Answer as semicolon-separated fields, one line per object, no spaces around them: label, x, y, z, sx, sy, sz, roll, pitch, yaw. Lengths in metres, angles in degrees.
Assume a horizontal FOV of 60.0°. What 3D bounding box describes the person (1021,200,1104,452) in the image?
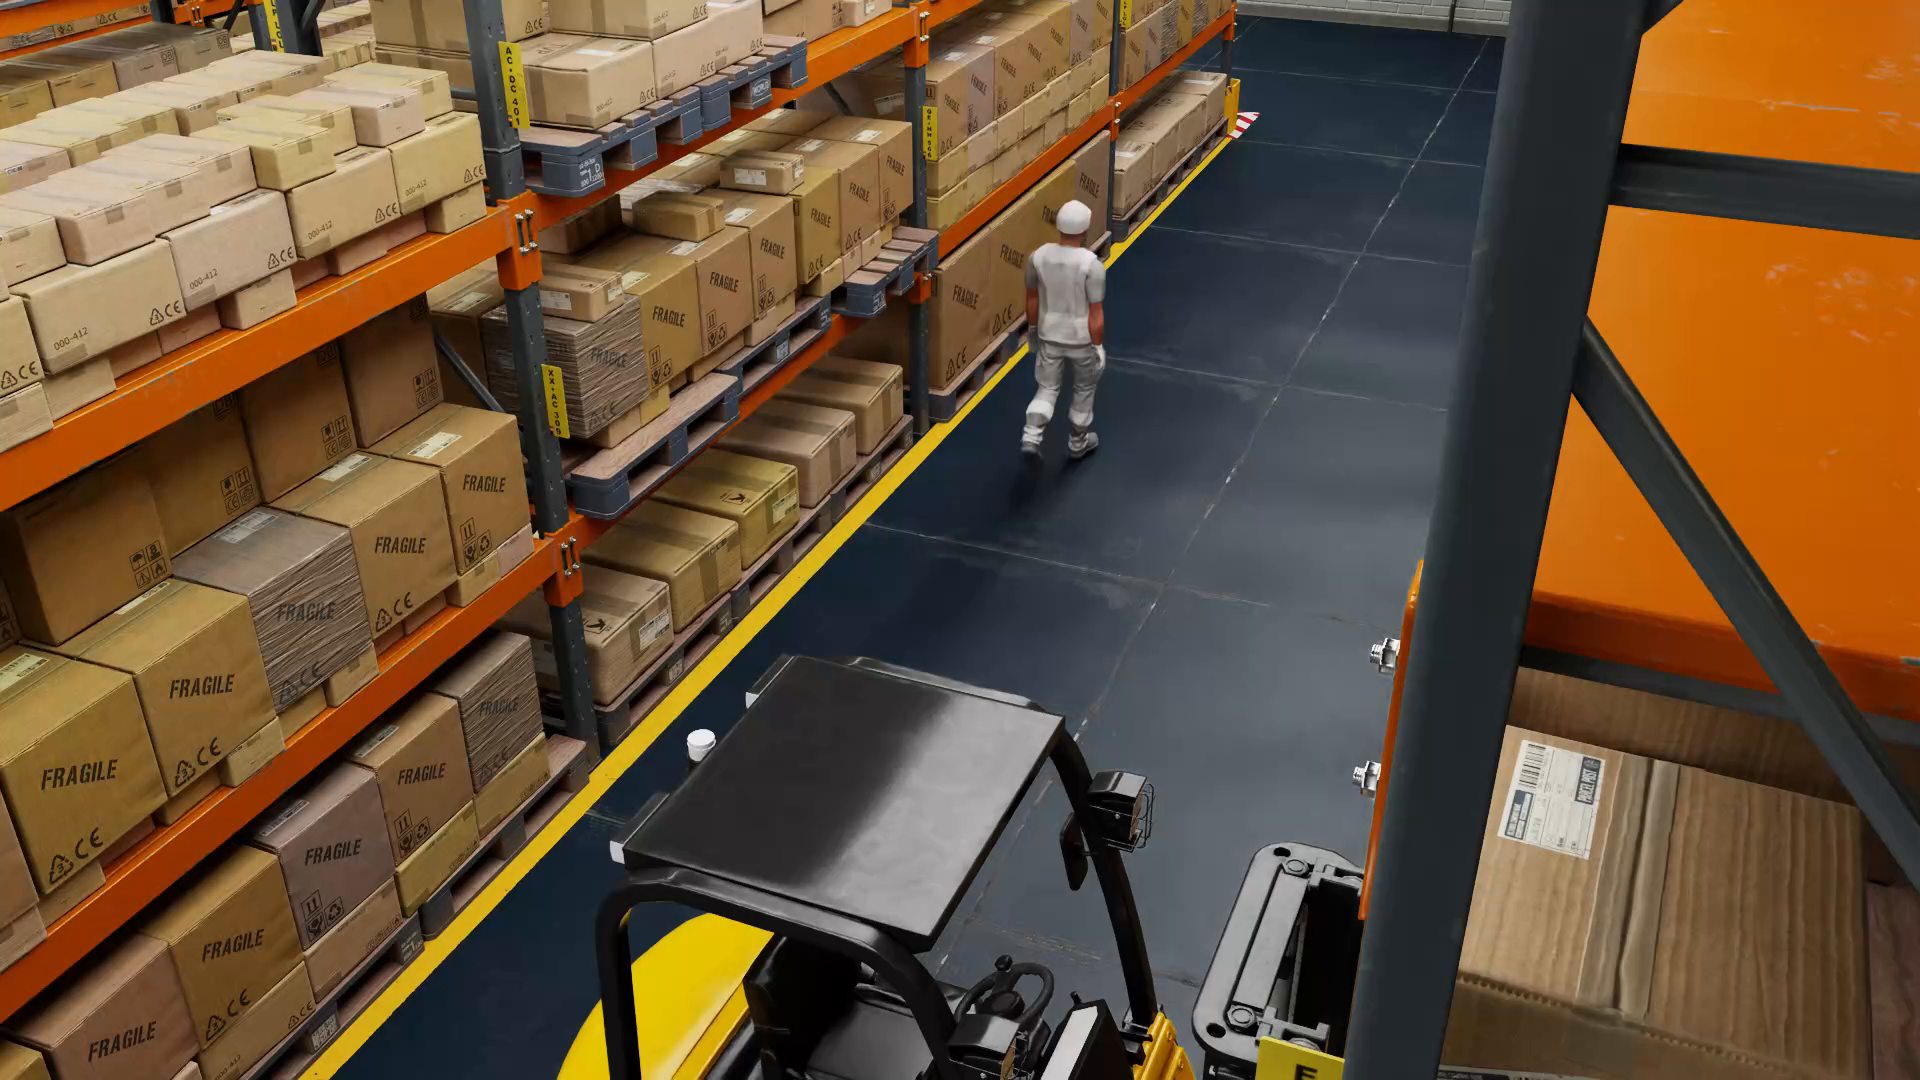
person;-16.444;4.290;0.478;21.767;1.785;35.515;13;32;22
